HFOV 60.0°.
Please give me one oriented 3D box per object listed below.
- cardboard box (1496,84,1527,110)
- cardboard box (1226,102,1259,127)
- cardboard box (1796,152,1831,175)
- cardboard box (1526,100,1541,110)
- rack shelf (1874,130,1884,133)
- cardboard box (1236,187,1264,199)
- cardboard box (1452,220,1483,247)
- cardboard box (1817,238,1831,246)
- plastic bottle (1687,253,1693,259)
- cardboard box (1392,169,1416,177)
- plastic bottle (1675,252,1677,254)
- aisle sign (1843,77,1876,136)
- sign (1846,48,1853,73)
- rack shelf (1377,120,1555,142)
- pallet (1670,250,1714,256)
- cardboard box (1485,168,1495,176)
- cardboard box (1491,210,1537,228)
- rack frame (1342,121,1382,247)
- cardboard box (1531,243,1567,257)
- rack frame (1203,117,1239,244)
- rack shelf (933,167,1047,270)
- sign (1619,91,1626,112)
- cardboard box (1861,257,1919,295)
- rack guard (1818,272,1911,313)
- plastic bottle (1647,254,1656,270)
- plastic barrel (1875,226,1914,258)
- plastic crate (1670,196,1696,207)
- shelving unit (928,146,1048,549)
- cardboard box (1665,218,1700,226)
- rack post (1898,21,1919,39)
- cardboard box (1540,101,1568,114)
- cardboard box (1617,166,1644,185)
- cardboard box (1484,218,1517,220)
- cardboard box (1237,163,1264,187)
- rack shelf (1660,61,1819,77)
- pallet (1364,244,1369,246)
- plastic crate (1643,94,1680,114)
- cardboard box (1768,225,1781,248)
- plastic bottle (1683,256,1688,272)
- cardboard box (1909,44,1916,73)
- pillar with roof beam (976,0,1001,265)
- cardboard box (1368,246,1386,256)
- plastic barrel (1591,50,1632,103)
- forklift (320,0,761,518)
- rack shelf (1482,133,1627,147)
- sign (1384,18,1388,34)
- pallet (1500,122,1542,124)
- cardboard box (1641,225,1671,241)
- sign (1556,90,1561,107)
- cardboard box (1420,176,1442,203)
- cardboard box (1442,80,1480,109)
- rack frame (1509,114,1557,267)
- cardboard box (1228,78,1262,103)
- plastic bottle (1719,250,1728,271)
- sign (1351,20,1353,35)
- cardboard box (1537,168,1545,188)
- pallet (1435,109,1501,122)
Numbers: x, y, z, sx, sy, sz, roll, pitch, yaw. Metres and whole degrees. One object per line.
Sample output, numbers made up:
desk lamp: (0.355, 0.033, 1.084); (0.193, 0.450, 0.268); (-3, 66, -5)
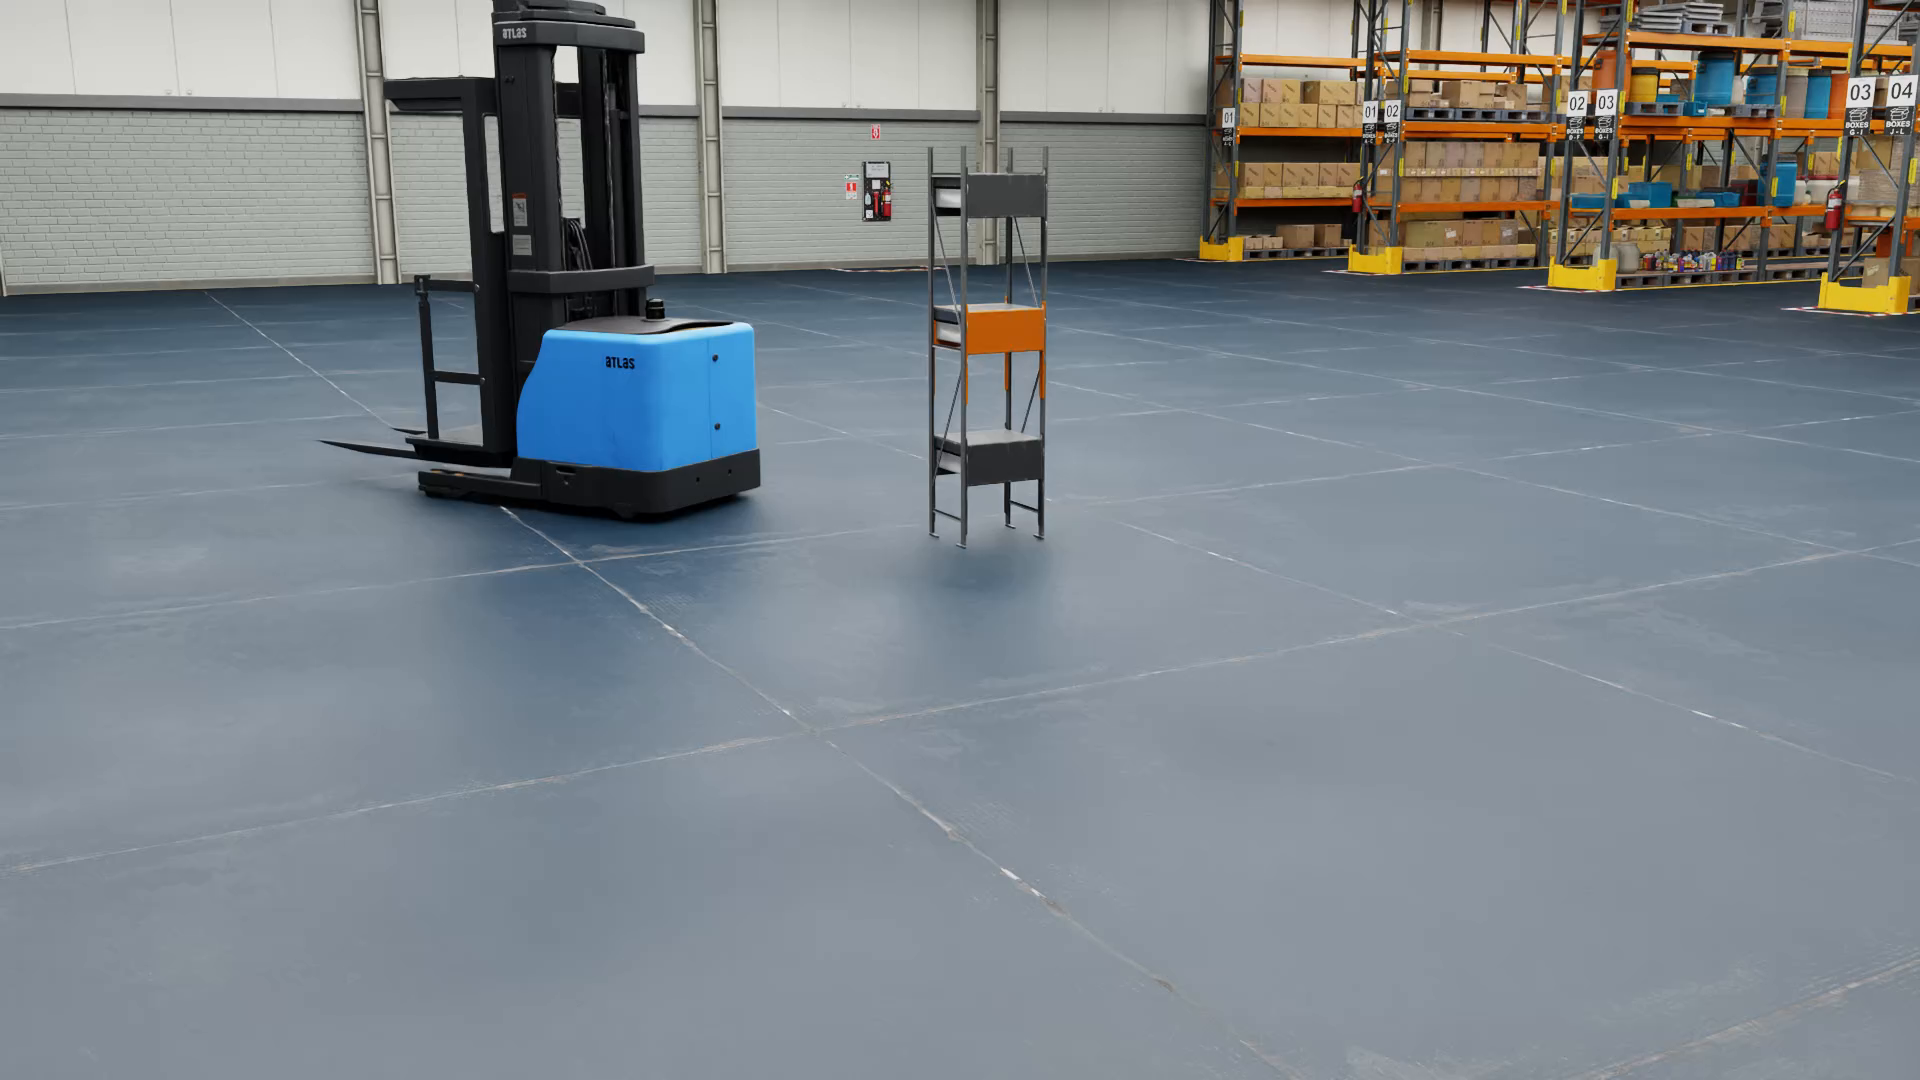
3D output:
cardboard box: (10.955, -8.841, 33.226); (0.500, 0.500, 0.500); (-6, 14, -23)
cardboard box: (6.049, -9.100, 35.608); (0.500, 0.500, 0.500); (-6, 14, -26)
cardboard box: (19.094, -8.431, 37.236); (0.500, 0.500, 0.500); (-6, 14, -26)
cardboard box: (13.495, -10.287, 39.928); (0.500, 0.500, 0.700); (-8, 15, -31)
rack shelf: (19.160, -7.846, 31.949); (4.000, 0.370, 1.077); (-7, 14, -28)
cardboard box: (6.216, -7.518, 35.978); (0.500, 0.250, 0.500); (-7, 15, -29)
cardboard box: (9.908, -6.037, 32.700); (0.500, 0.500, 0.500); (-7, 14, -28)
cardboard box: (19.772, -6.827, 38.064); (0.250, 0.166, 0.380); (-7, 14, -28)
plastic bottle: (12.917, -4.943, 29.452); (0.097, 0.271, 0.097); (0, 13, 0)
cardboard box: (8.460, -7.002, 31.685); (0.250, 0.149, 0.380); (-7, 14, -28)
plastic bottle: (12.656, -4.958, 29.492); (0.133, 0.283, 0.061); (-6, 14, -25)
aisle sign: (12.558, -6.047, 23.226); (0.004, 0.787, 0.394); (-7, 14, -28)
sign: (12.507, -6.732, 23.341); (0.005, 0.325, 0.100); (-7, 14, -28)
rack shelf: (9.768, -7.960, 32.452); (4.000, 0.370, 1.077); (-7, 14, -28)
pallet: (15.708, -6.189, 36.130); (1.213, 0.211, 1.003); (-7, 14, -28)
cardboard box: (10.272, -7.220, 32.653); (0.250, 0.149, 0.380); (-6, 14, -26)
cardboard box: (13.366, -7.641, 40.169); (0.750, 0.750, 0.750); (-7, 14, -29)
rack frame: (9.147, -8.012, 37.878); (0.127, 3.000, 1.000); (-7, 14, -28)
cardboard box: (11.996, -5.916, 33.870); (0.500, 0.250, 0.500); (-7, 15, -29)
rack frame: (5.636, -7.591, 36.008); (0.127, 3.000, 1.000); (-7, 14, -28)
rack shelf: (0.145, -1.711, 8.805); (0.480, 0.518, 0.431); (-7, 14, -28)
sign: (10.642, -7.043, 26.721); (0.005, 0.325, 0.100); (-7, 14, -28)
cardboard box: (13.312, -3.775, 23.789); (0.500, 0.500, 0.500); (-4, 13, -17)
rack guard: (12.822, -3.516, 23.593); (0.348, 0.500, 1.175); (-7, 14, -28)
plastic bottle: (12.070, -4.850, 29.012); (0.133, 0.283, 0.061); (-7, 14, -28)
plastic barrel: (17.826, -5.724, 31.700); (0.708, 0.830, 0.600); (-7, 14, -28)
plastic crate: (12.567, -5.911, 29.025); (0.662, 0.188, 0.450); (-7, 14, -28)
shelving unit: (0.145, -1.042, 8.956); (0.503, 2.100, 0.431); (-7, 14, -28)
cardboard box: (15.790, -6.990, 36.319); (0.500, 0.250, 0.500); (-6, 14, -26)
rack post: (18.021, -9.498, 30.988); (0.937, 0.300, 0.954); (-7, 14, -28)
cardboard box: (12.069, -8.716, 33.559); (0.500, 0.250, 0.500); (-5, 14, -22)
cardboard box: (16.652, -9.054, 41.824); (0.700, 0.700, 0.980); (-7, 14, -27)
cardboard box: (10.966, -6.298, 33.862); (0.500, 0.500, 0.500); (-7, 14, -28)
cardboard box: (6.199, -7.886, 35.906); (0.500, 0.500, 0.500); (-7, 14, -28)
rack shelf: (16.790, -10.070, 35.907); (4.000, 0.370, 1.077); (-7, 14, -28)
pallet: (9.829, -6.734, 38.549); (1.213, 0.211, 1.003); (-7, 14, -28)
plastic crate: (11.912, -7.396, 28.346); (0.575, 0.384, 0.392); (-7, 14, -28)
cardboard box: (17.811, -6.737, 36.903); (0.500, 0.500, 0.500); (-7, 14, -28)
plastic bottle: (12.424, -4.732, 28.517); (0.097, 0.271, 0.097); (0, 13, 0)
cardboard box: (13.995, -6.840, 23.796); (0.500, 0.500, 0.500); (-7, 14, -28)
pillar with roof beam: (2.632, -9.297, 29.926); (0.400, 9.000, 9.100); (-7, 14, -28)
cardboard box: (8.342, -5.614, 32.527); (0.500, 0.250, 0.500); (-7, 14, -28)
plastic barrel: (10.748, -7.635, 27.438); (0.708, 0.830, 0.600); (-7, 14, -28)
forklift: (-2.765, -1.768, 10.288); (3.031, 2.935, 1.130); (7, 15, 29)
rack shelf: (14.413, -9.756, 40.432); (4.000, 0.370, 1.077); (-7, 14, -28)
sign: (9.390, -11.327, 36.635); (0.005, 0.325, 0.100); (-7, 14, -28)
pallet: (13.197, -9.882, 39.785); (1.003, 0.211, 1.213); (-6, 14, -25)
cardboard box: (14.693, -6.513, 35.246); (0.500, 0.311, 0.500); (-6, 14, -26)
sign: (11.791, -8.705, 32.768); (0.005, 0.325, 0.100); (-7, 14, -28)
cardboard box: (8.887, -6.788, 32.214); (0.500, 0.500, 0.700); (-6, 14, -26)
cardboard box: (9.601, -8.544, 31.908); (0.500, 0.500, 0.500); (-7, 14, -28)
rack frame: (11.523, -7.058, 33.638); (0.127, 3.000, 1.000); (-7, 14, -28)
cardboard box: (6.090, -9.595, 35.528); (0.500, 0.500, 0.500); (-8, 15, -32)
plastic bottle: (13.298, -4.881, 28.999); (0.185, 0.351, 0.144); (-8, 15, -31)
sign: (8.876, -11.578, 37.572); (0.005, 0.325, 0.100); (-7, 14, -28)
cardboard box: (13.671, -8.691, 39.947); (0.500, 0.500, 0.500); (-6, 14, -26)
pallet: (9.718, -8.256, 32.331); (1.213, 0.211, 1.003); (-7, 14, -28)
